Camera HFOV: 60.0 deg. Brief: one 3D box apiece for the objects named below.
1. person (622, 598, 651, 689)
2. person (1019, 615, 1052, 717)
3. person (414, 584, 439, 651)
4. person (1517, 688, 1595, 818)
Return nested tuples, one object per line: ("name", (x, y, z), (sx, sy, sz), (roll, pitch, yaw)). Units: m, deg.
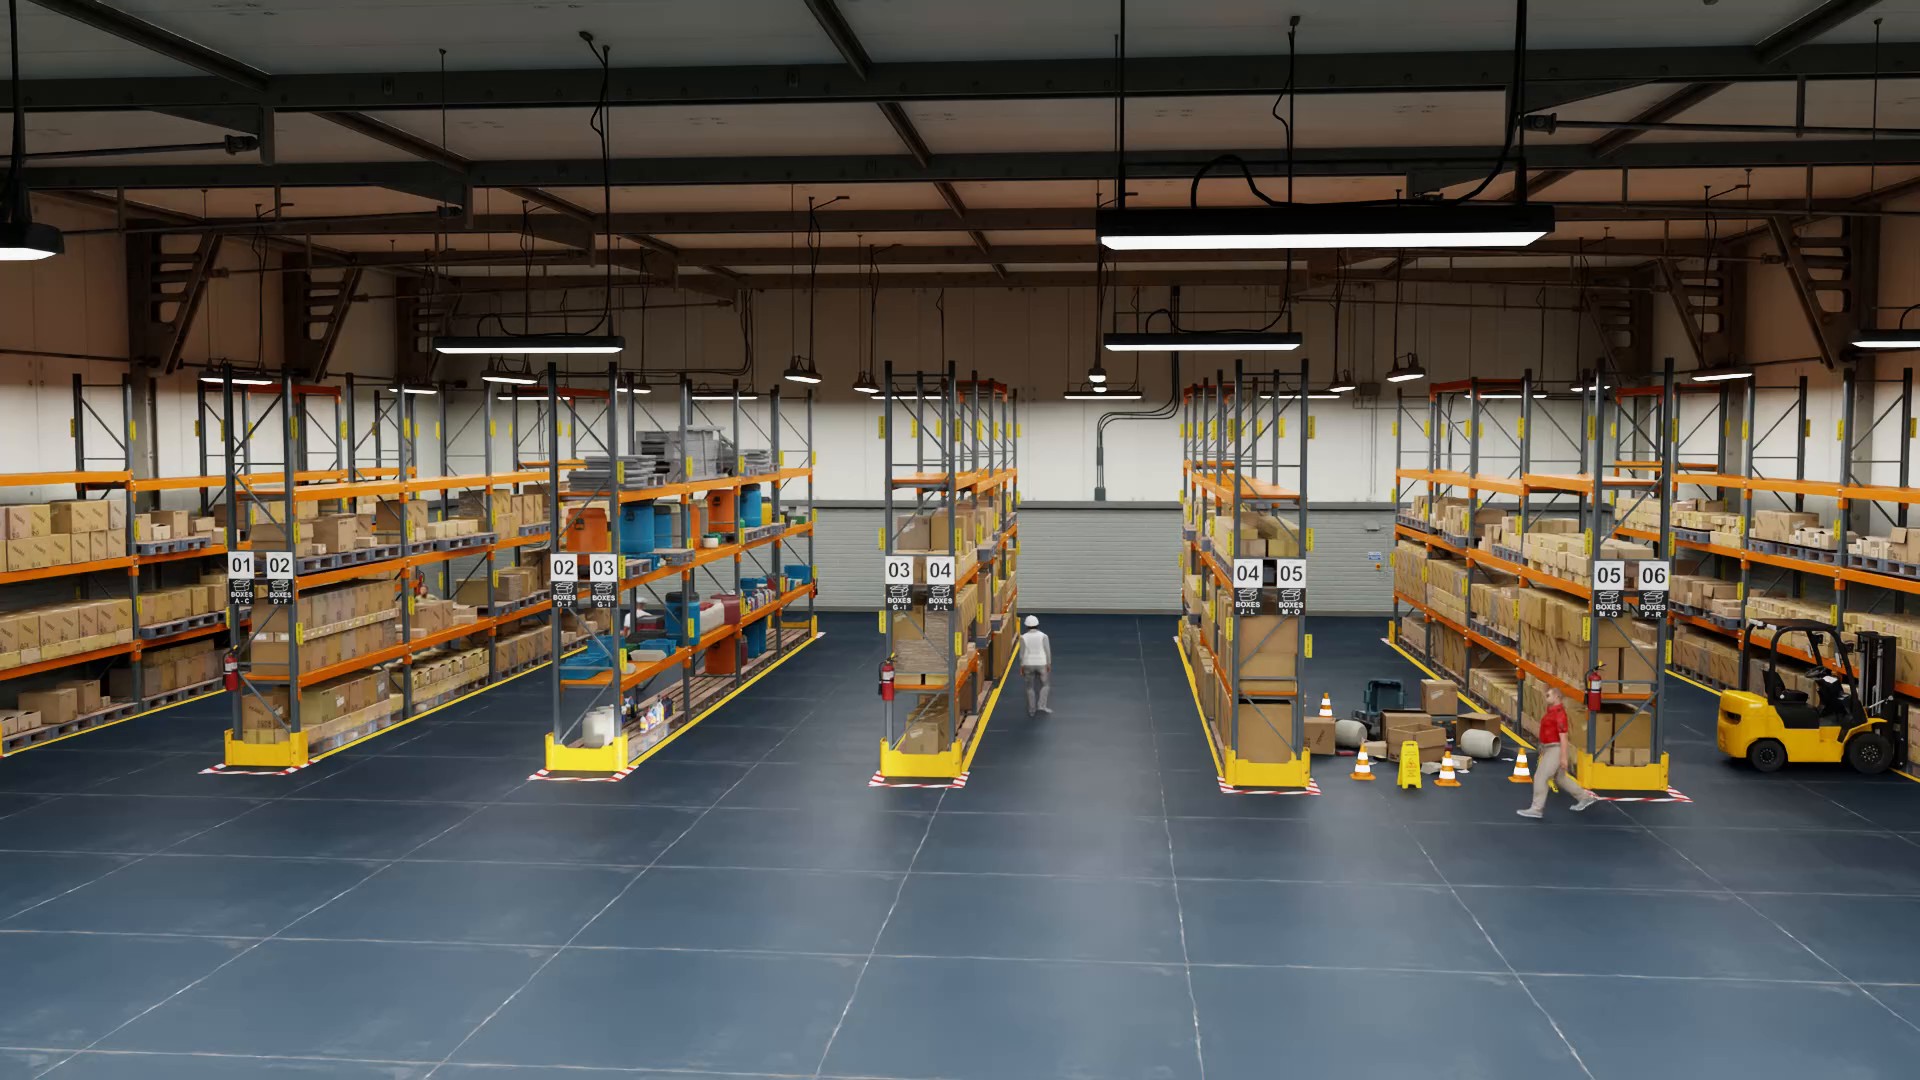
("person", (-6.272, 2.005, 32.239), (0.637, 1.757, 0.496), (-2, 4, -22))
("person", (1.323, 2.208, 29.077), (0.591, 1.771, 0.505), (0, 4, 3))
("person", (-11.952, 1.764, 37.298), (0.545, 1.579, 0.691), (1, 4, 13))
("person", (7.707, 2.741, 21.450), (1.019, 1.679, 0.538), (0, 4, 6))
